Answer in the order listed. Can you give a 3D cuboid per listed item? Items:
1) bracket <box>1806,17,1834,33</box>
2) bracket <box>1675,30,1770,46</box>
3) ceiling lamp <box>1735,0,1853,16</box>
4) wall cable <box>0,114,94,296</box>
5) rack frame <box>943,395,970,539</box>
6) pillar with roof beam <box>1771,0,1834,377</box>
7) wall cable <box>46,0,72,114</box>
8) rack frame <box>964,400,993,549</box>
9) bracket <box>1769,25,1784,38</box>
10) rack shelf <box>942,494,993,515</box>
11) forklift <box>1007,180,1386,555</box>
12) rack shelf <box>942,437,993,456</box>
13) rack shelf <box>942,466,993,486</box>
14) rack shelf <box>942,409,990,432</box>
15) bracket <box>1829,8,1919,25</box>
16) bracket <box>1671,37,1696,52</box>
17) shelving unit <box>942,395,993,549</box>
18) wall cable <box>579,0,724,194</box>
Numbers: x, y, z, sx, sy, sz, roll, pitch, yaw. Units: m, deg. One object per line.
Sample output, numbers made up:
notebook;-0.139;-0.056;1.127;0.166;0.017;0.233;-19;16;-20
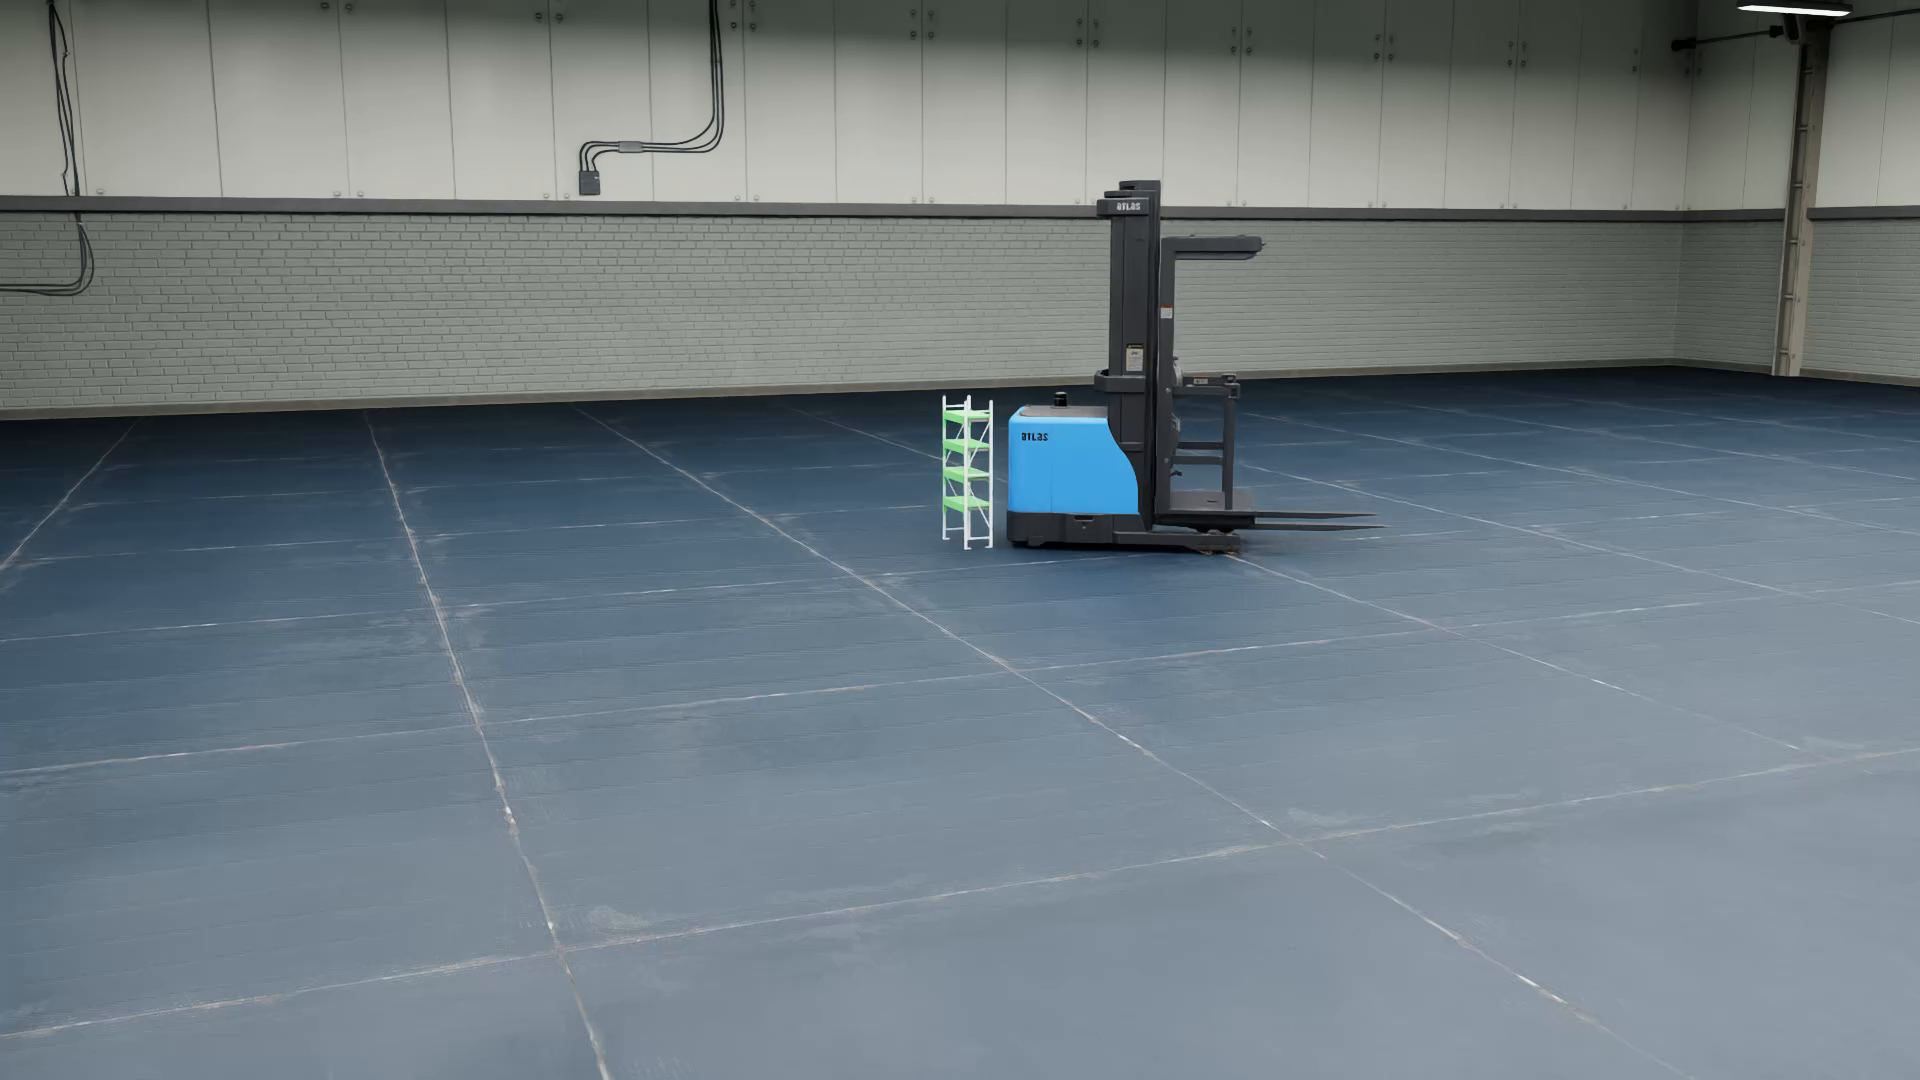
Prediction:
bracket;15.372;-9.207;29.707;0.235;0.232;0.430;-4;11;-21
bracket;14.427;-9.633;32.102;0.076;0.066;3.189;-4;11;-21
ceiling lamp;12.330;-9.453;24.703;2.000;3.185;0.800;-4;11;-21
wall cable;-13.641;-4.562;22.739;3.097;2.526;0.112;-4;11;-21
rack frame;-0.028;-0.604;13.887;0.240;1.200;0.015;-4;11;-21
pillar with roof beam;11.540;-7.252;28.994;9.100;9.000;0.548;-4;11;-21
wall cable;-11.120;-7.220;23.261;3.097;2.526;0.112;-4;11;-21
rack frame;0.148;-0.524;13.439;0.240;1.200;0.015;-4;11;-21
bracket;15.072;-9.343;30.469;0.235;0.232;0.430;-4;11;-21
rack shelf;0.060;-0.265;13.716;0.258;0.148;0.480;-4;11;-21
forklift;1.937;-1.423;13.553;3.031;2.935;1.130;1;10;7
rack shelf;0.060;-0.737;13.632;0.258;0.148;0.480;-4;11;-21
rack shelf;0.060;-0.501;13.674;0.258;0.148;0.480;-4;11;-21
rack shelf;0.060;-0.973;13.590;0.258;0.148;0.480;-4;11;-21
bracket;16.306;-8.787;27.343;0.076;0.066;4.783;-4;11;-21
bracket;14.213;-9.729;32.644;0.235;0.232;0.430;-4;11;-21
shelving unit;0.060;-0.564;13.663;0.258;1.200;0.503;-4;11;-21
wall cable;-4.787;-8.365;25.541;2.305;6.003;0.169;-4;11;-21
